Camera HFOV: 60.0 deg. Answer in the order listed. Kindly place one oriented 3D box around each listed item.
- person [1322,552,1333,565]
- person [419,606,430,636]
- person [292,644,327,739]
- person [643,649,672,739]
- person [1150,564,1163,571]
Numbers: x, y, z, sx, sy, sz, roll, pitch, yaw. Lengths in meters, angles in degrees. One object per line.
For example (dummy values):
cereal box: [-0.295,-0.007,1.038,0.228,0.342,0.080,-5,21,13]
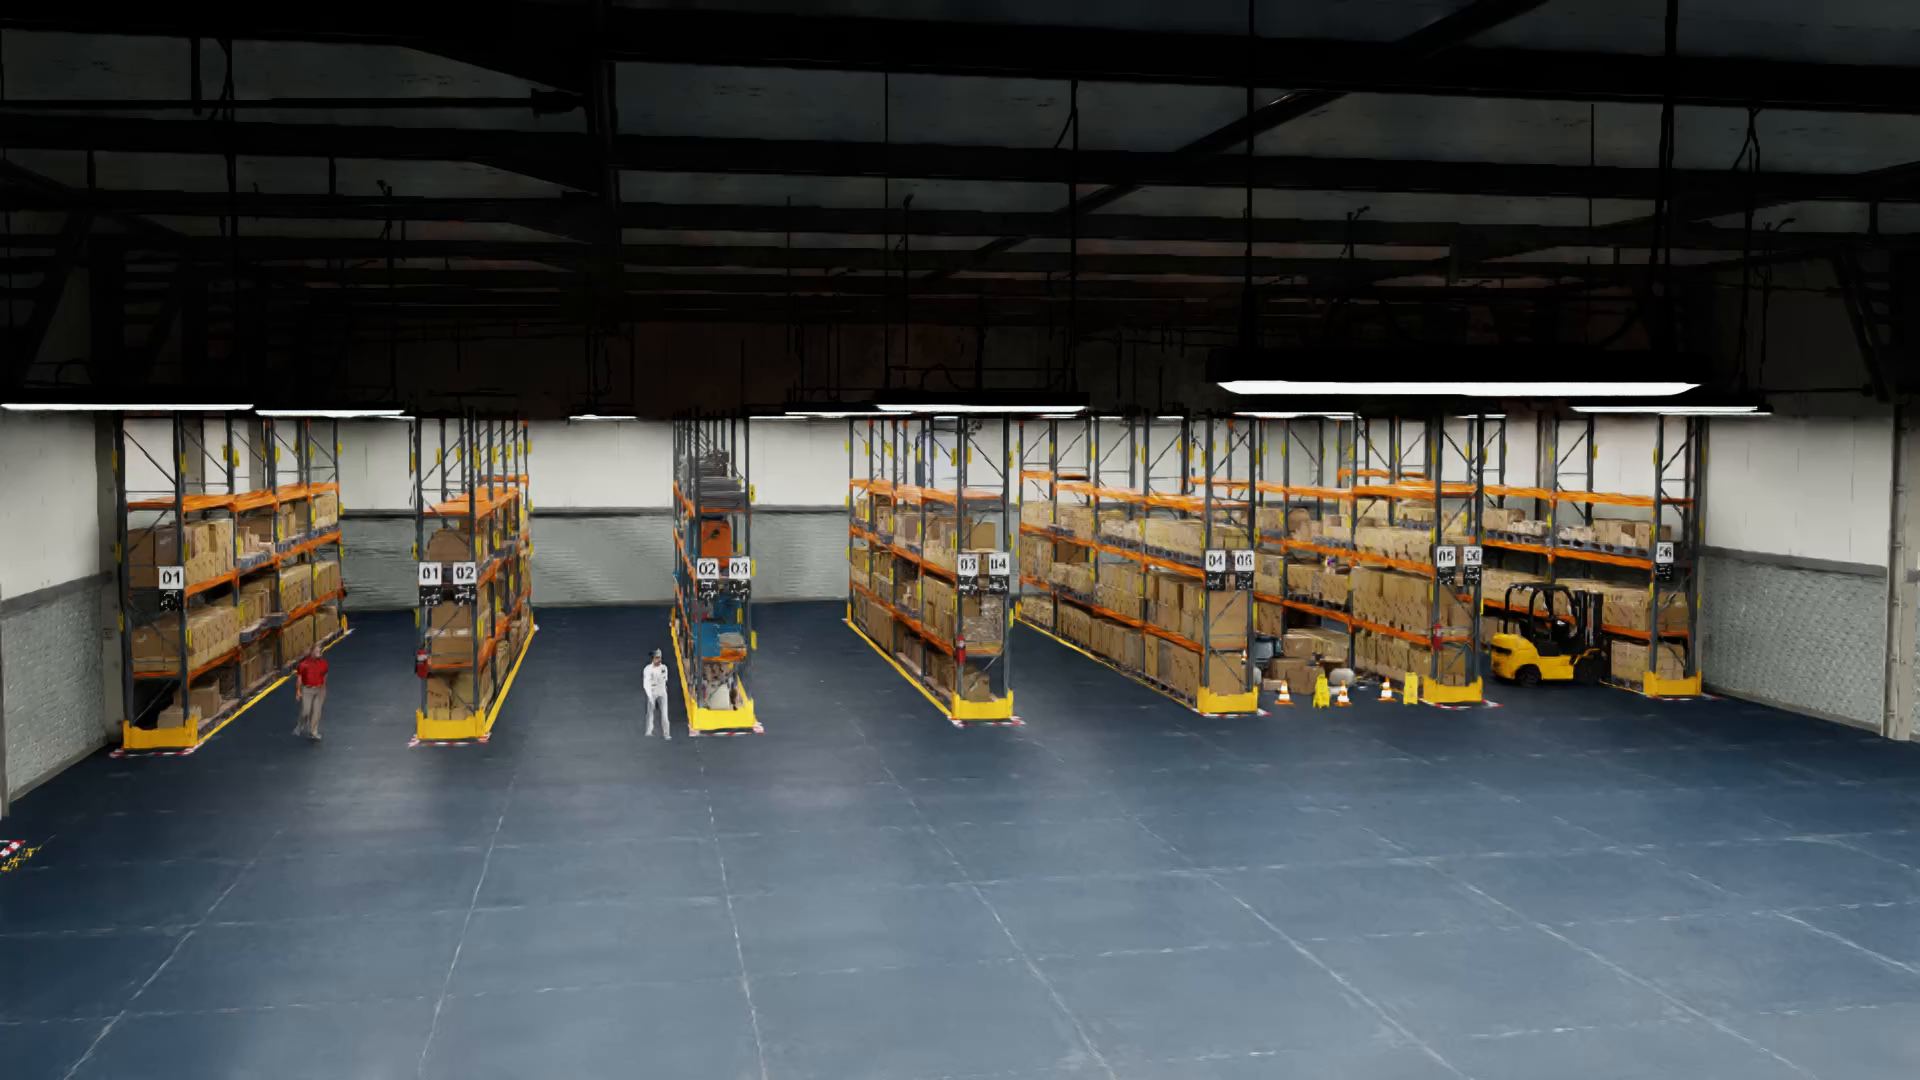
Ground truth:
person: [11.426,1.138,52.006,0.384,1.757,0.654,-4,6,-43]
person: [-14.283,1.711,44.436,0.390,1.674,0.561,-2,4,-25]
person: [-11.752,2.731,30.051,0.538,1.720,0.605,4,5,42]
person: [-5.480,2.764,29.994,0.482,1.616,0.994,-1,4,-20]
person: [6.005,1.314,50.565,0.544,1.651,0.560,4,6,43]
